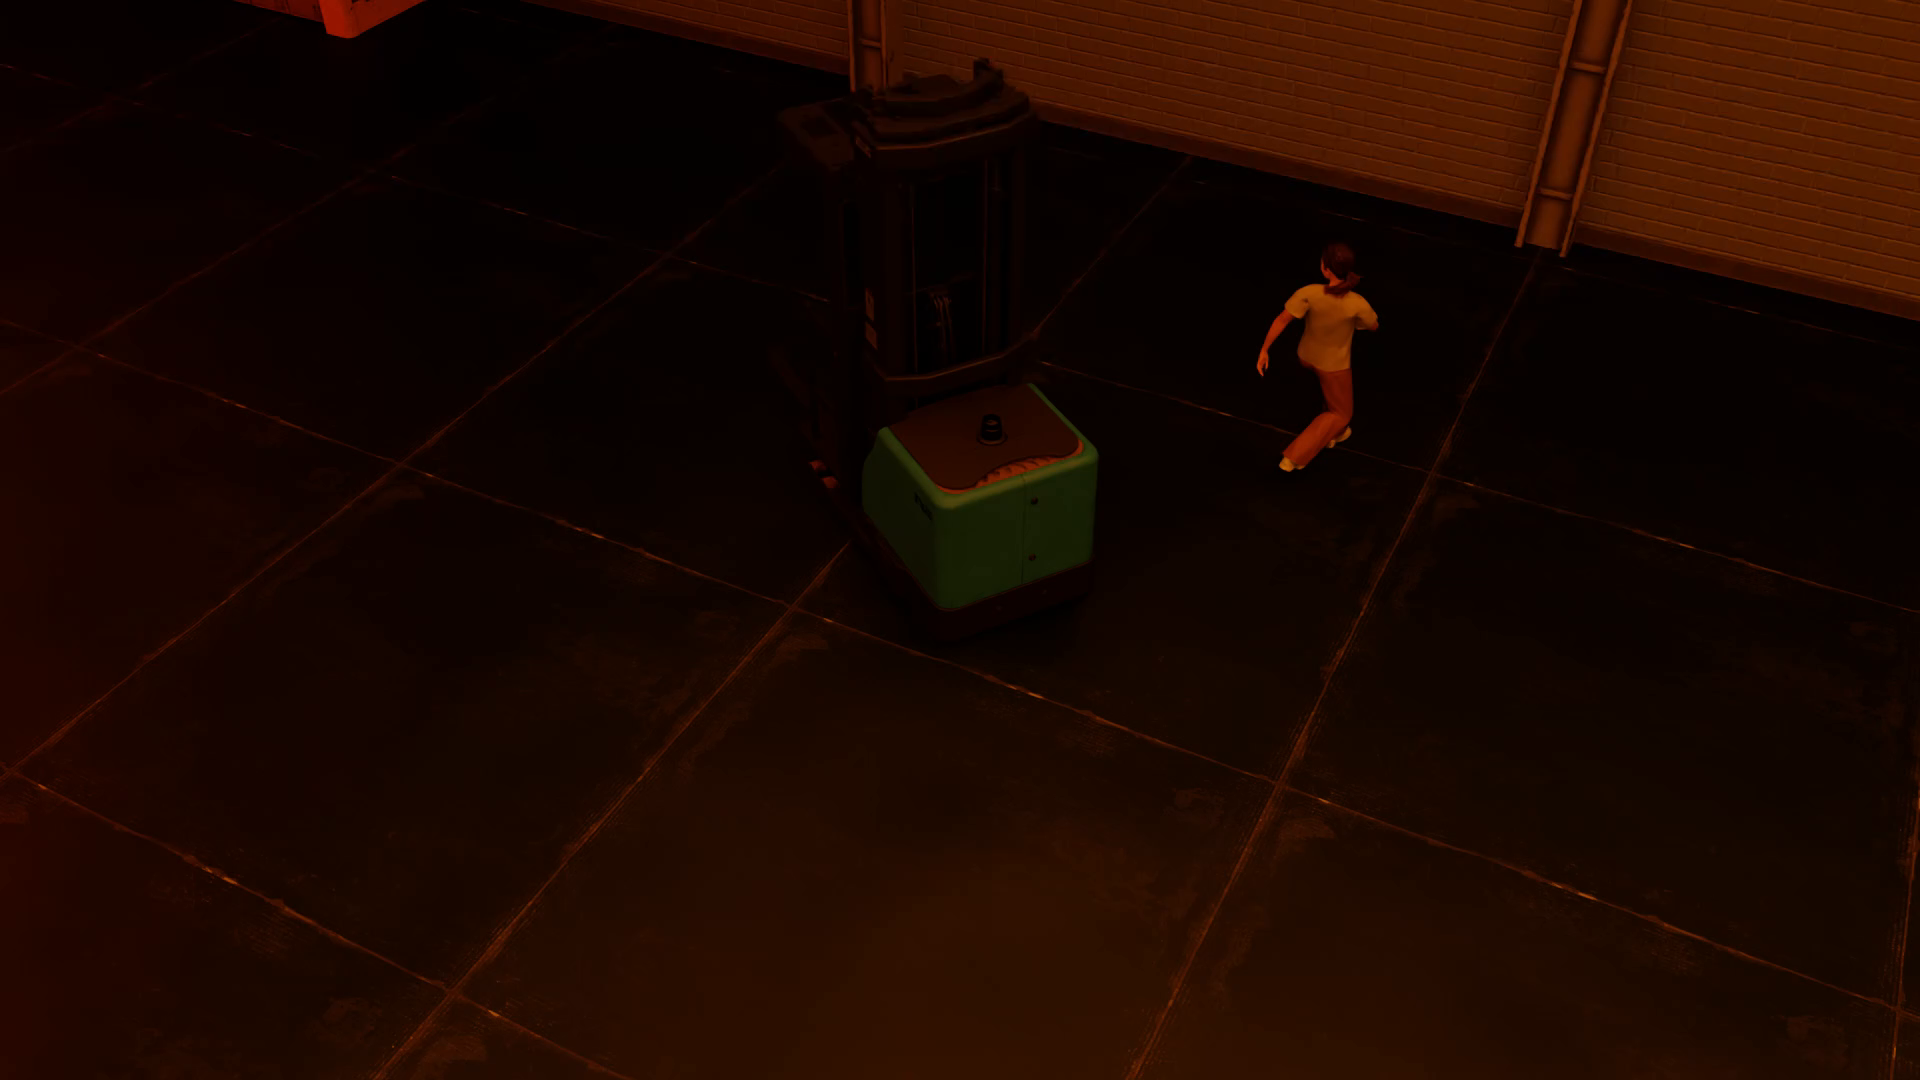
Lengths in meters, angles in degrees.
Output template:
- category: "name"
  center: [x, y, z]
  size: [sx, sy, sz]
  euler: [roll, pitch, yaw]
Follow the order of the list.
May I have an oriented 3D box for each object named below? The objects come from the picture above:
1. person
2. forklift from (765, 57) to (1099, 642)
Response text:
- category: "person"
  center: [2.292, -1.157, 10.424]
  size: [0.836, 1.593, 0.495]
  euler: [-31, 49, -31]
- category: "forklift"
  center: [-0.346, -1.484, 9.748]
  size: [1.130, 2.935, 3.031]
  euler: [-19, 44, -21]
